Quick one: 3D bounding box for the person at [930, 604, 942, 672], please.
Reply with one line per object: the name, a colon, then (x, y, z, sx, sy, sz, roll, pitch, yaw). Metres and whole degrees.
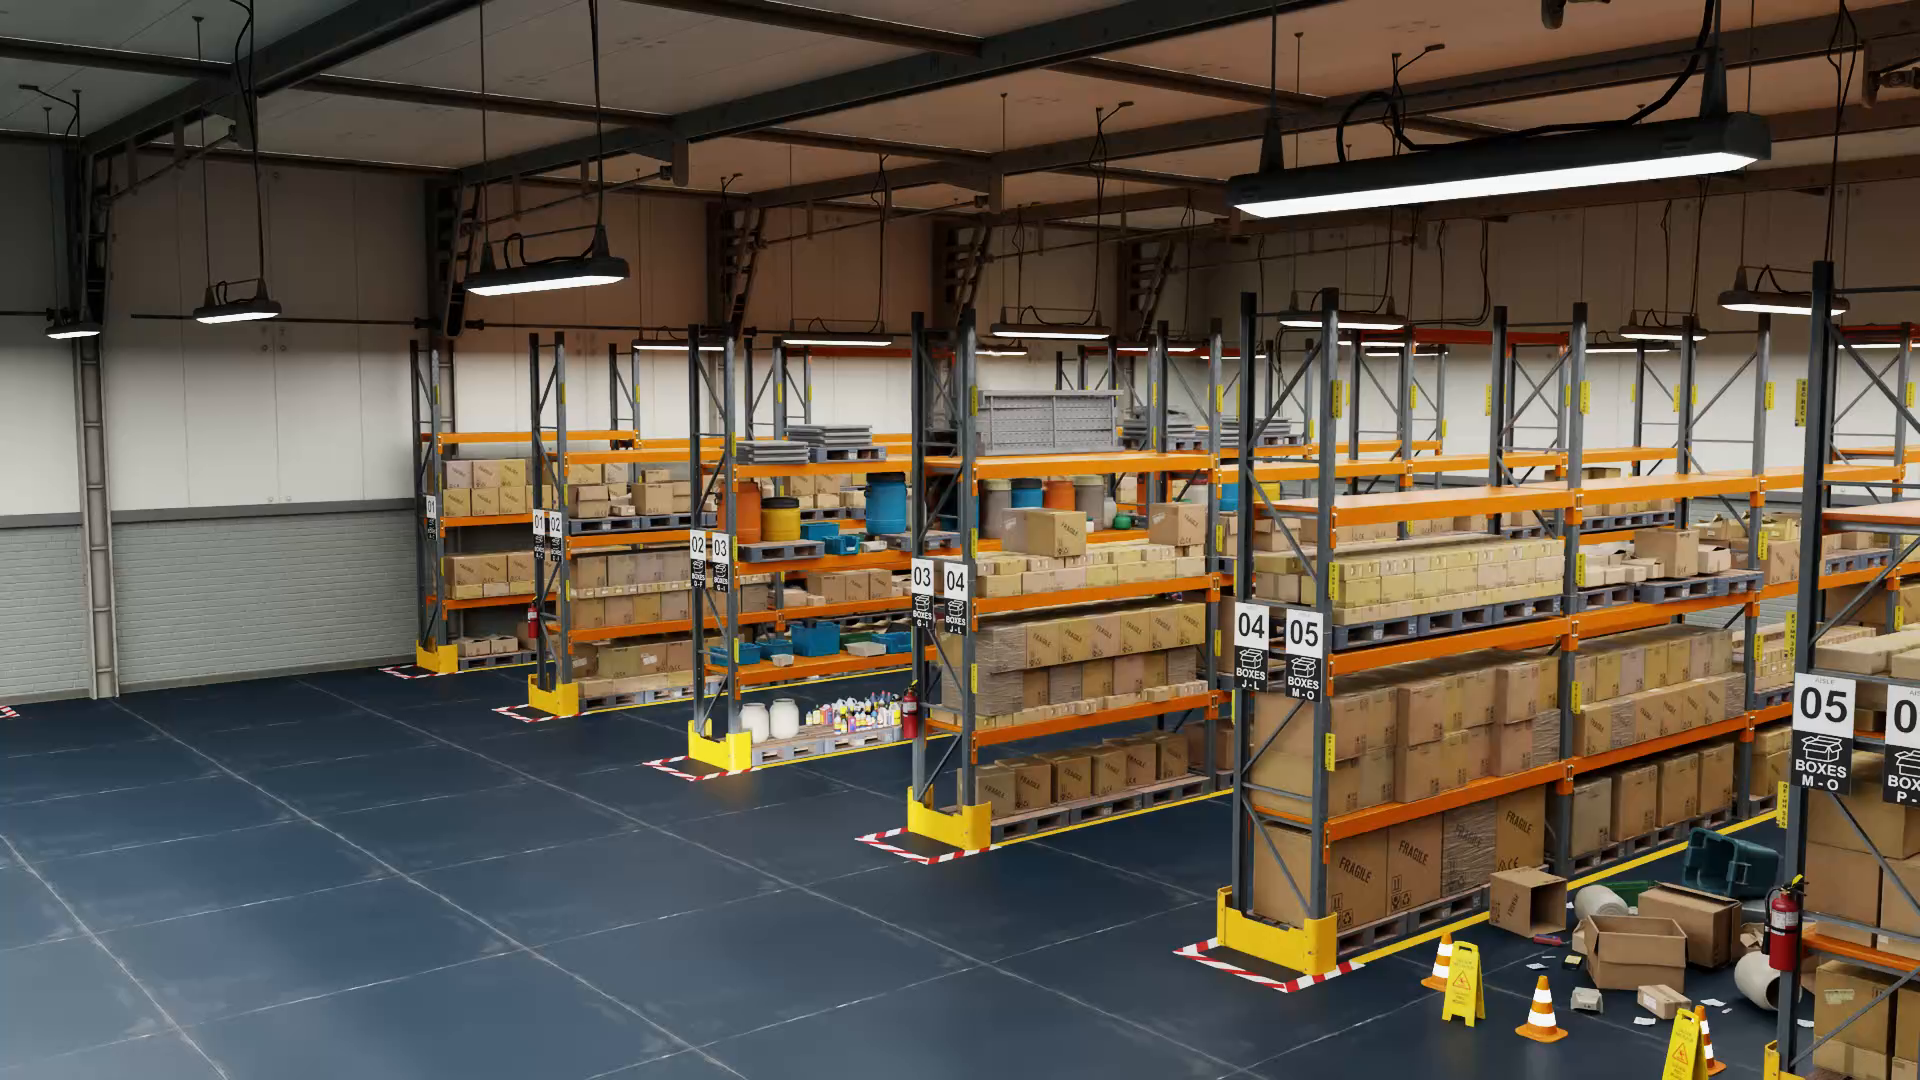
person: (-0.560, 1.401, 28.261, 0.674, 1.764, 0.581, 4, 7, 39)

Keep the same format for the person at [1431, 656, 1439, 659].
person: (6.236, 2.295, 21.797, 0.907, 1.769, 0.666, -5, 7, -43)

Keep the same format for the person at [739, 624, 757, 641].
person: (-3.981, 1.515, 30.693, 0.577, 1.713, 0.746, 4, 7, 40)
